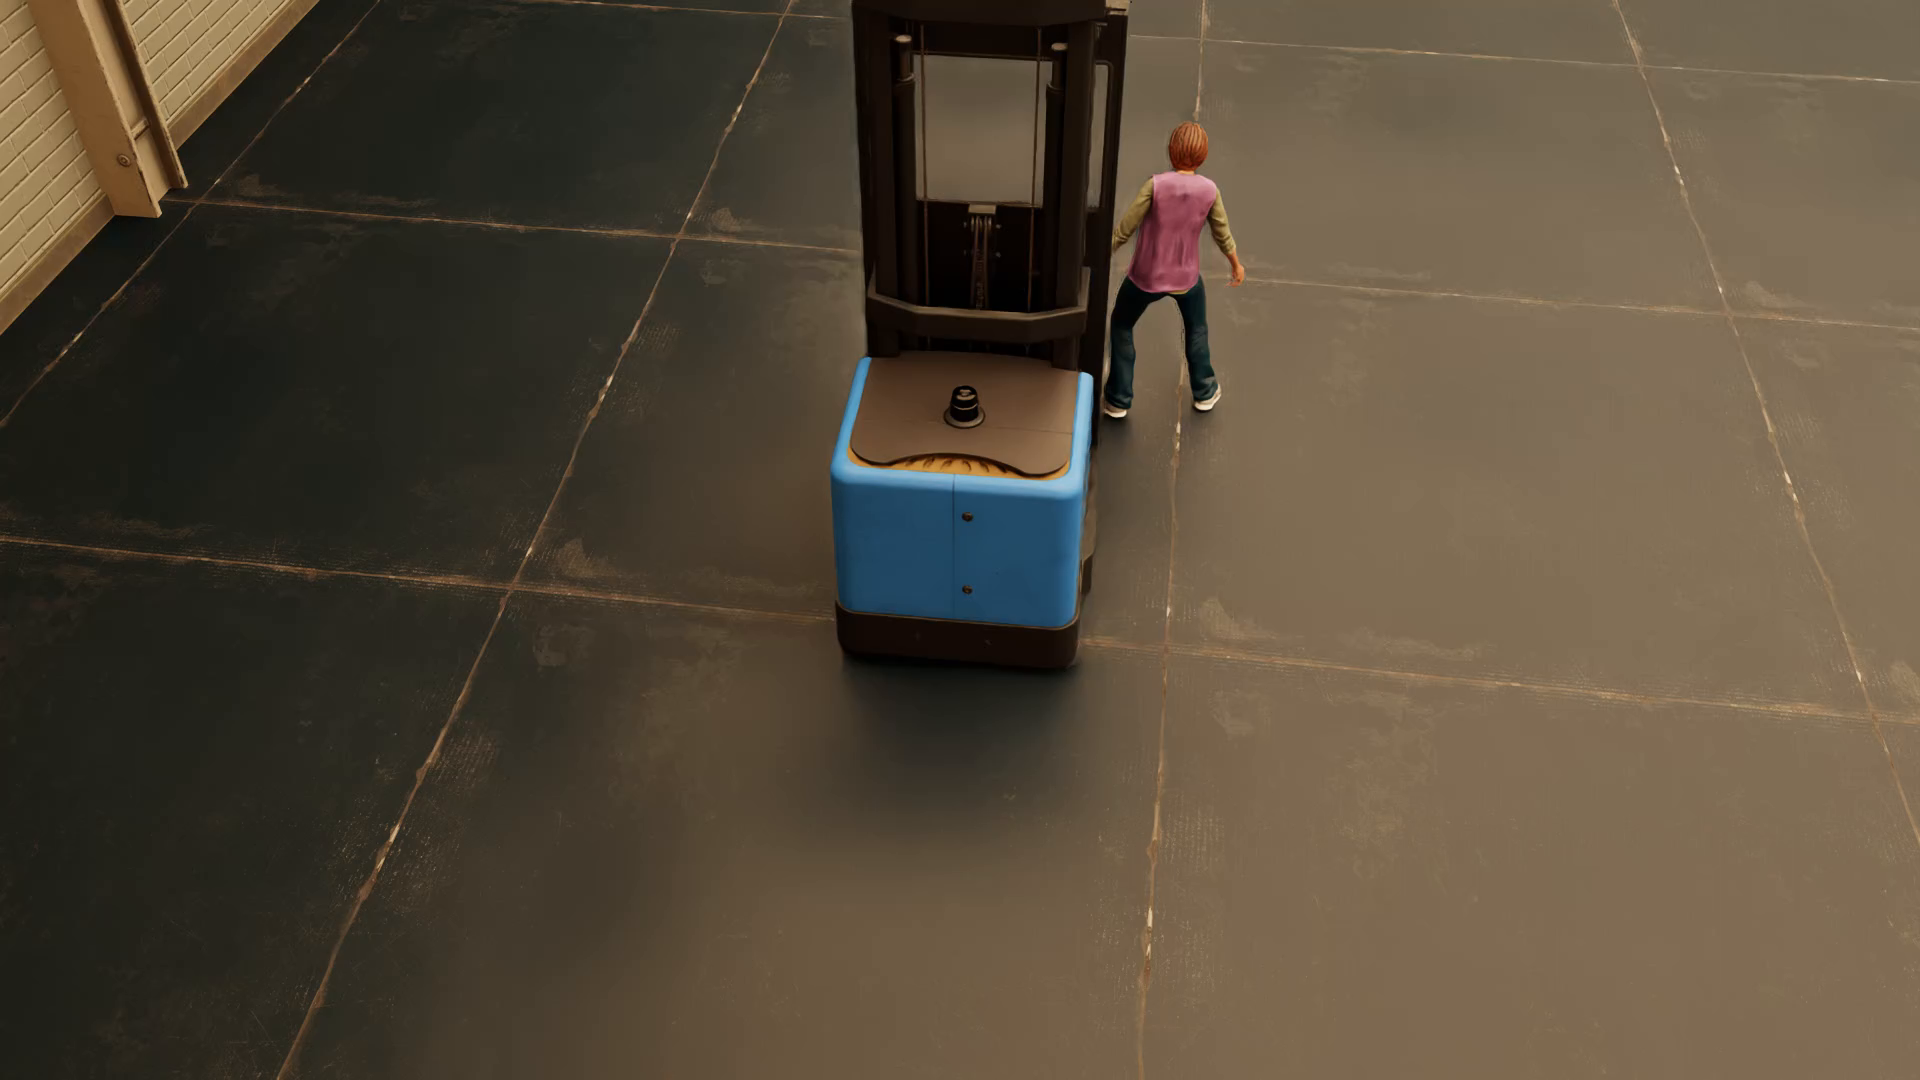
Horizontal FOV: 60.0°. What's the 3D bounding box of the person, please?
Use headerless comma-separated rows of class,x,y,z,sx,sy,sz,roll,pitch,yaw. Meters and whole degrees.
person,1.022,-1.301,8.190,0.782,1.543,0.360,-4,43,-5

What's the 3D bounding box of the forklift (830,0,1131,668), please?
forklift,0.148,-1.522,7.381,1.130,2.935,3.031,5,43,5
